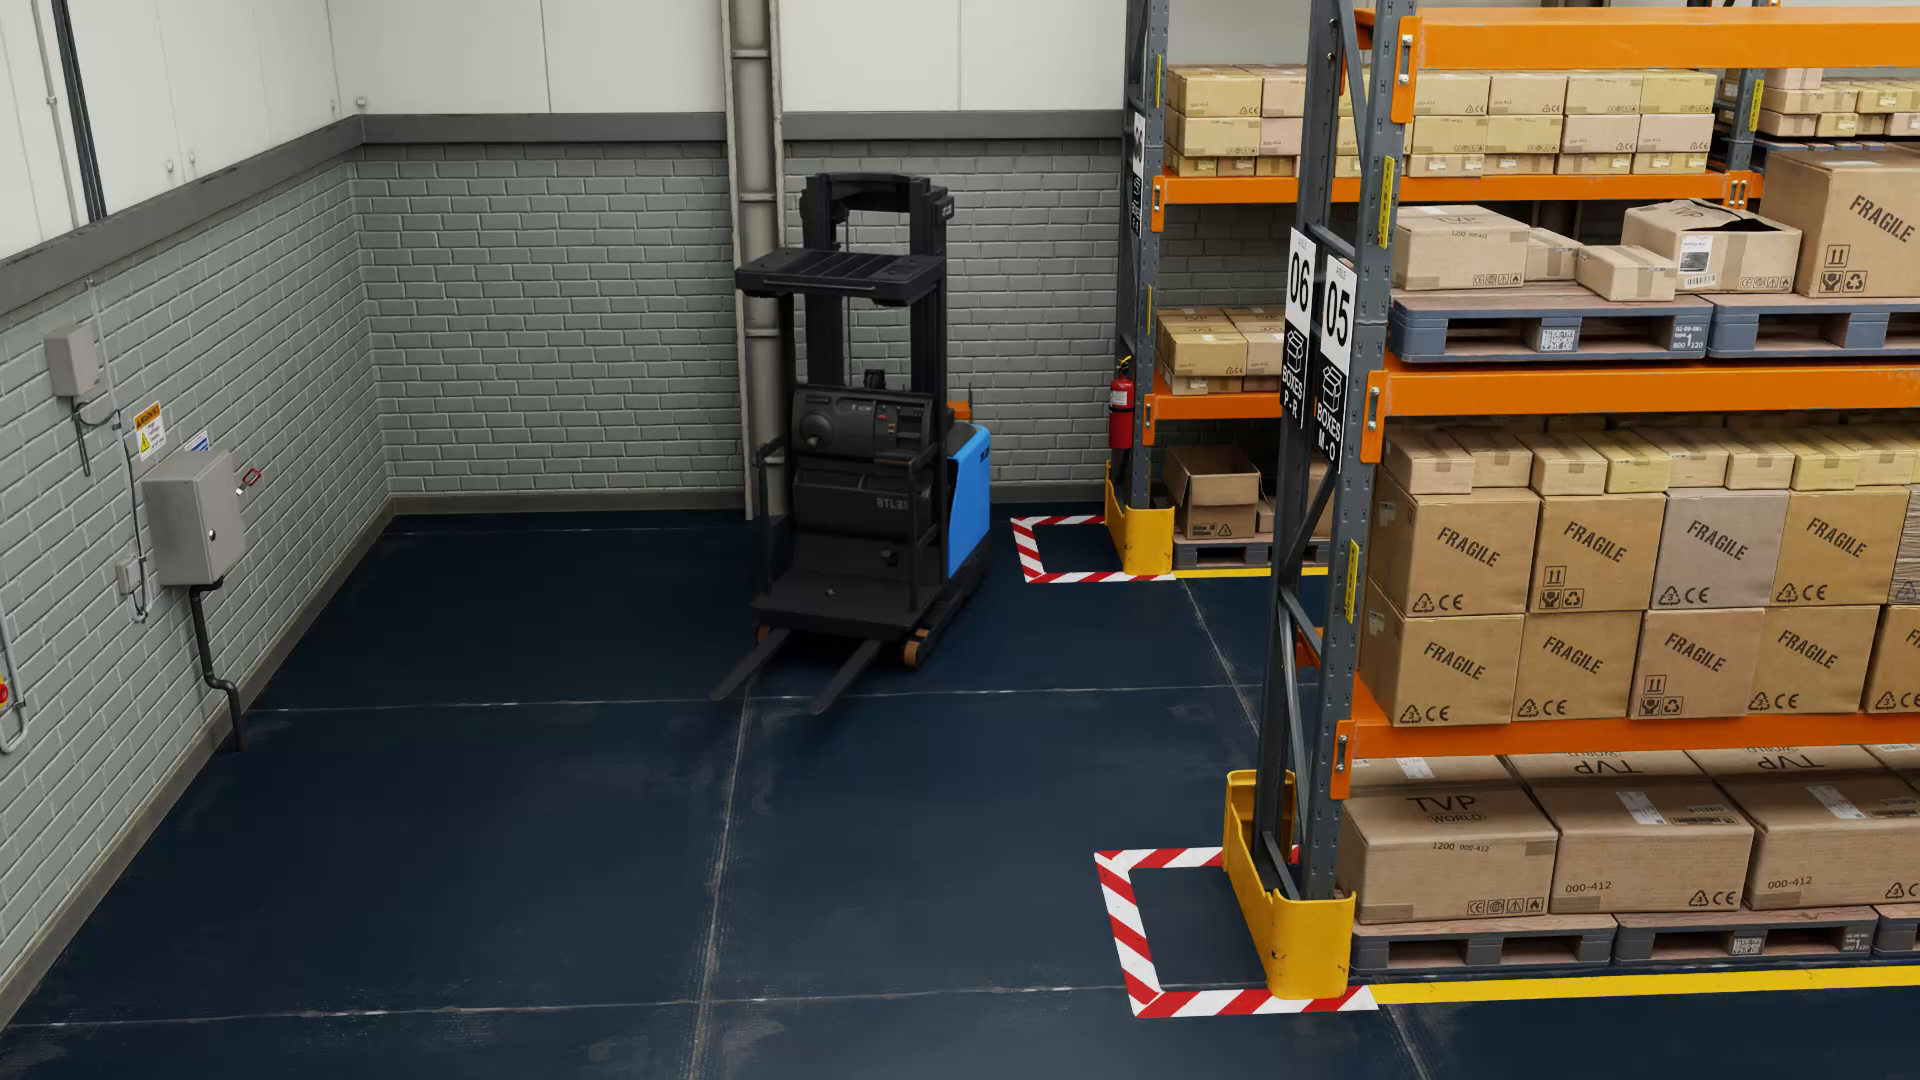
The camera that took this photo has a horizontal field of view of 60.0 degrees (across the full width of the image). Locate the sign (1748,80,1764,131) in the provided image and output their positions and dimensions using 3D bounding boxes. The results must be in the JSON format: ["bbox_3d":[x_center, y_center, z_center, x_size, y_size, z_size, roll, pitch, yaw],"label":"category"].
[{"bbox_3d":[5.283,-2.885,11.041,0.005,0.325,0.100,-1,21,-3],"label":"sign"}]

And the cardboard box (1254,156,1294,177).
[{"bbox_3d":[2.099,-2.575,11.307,0.250,0.149,0.380,-1,21,-3],"label":"cardboard box"}]

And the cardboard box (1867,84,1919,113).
[{"bbox_3d":[6.341,-2.986,11.238,0.250,0.149,0.380,-1,21,-4],"label":"cardboard box"}]

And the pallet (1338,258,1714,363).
[{"bbox_3d":[2.278,-0.969,6.860,1.213,0.211,1.003,-1,21,-3],"label":"pallet"}]

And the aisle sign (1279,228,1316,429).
[{"bbox_3d":[1.448,-0.914,7.151,0.004,0.787,0.394,-1,21,-3],"label":"aisle sign"}]

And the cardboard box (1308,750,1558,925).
[{"bbox_3d":[2.191,1.362,7.838,0.875,0.438,0.875,-2,21,-5],"label":"cardboard box"}]

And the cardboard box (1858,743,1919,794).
[{"bbox_3d":[4.898,1.305,7.989,0.875,0.438,0.875,-1,21,-4],"label":"cardboard box"}]

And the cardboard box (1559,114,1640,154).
[{"bbox_3d":[4.258,-2.792,11.316,0.500,0.250,0.500,-2,21,-5],"label":"cardboard box"}]

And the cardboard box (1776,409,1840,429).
[{"bbox_3d":[3.679,-0.550,7.392,0.250,0.149,0.380,-1,21,-3],"label":"cardboard box"}]

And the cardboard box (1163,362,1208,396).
[{"bbox_3d":[1.594,-1.145,11.766,0.250,0.149,0.380,-1,21,-3],"label":"cardboard box"}]

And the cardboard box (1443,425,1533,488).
[{"bbox_3d":[2.165,-0.347,6.858,0.250,0.149,0.380,-1,21,-2],"label":"cardboard box"}]

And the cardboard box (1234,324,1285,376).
[{"bbox_3d":[2.222,-1.346,11.733,0.500,0.250,0.500,-1,21,-2],"label":"cardboard box"}]

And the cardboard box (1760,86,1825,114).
[{"bbox_3d":[5.567,-2.951,11.145,0.250,0.149,0.380,-1,21,-1],"label":"cardboard box"}]

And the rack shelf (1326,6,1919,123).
[{"bbox_3d":[3.534,-1.911,6.567,4.000,0.370,1.077,-1,21,-3],"label":"rack shelf"}]

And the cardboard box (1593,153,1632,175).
[{"bbox_3d":[4.389,-2.600,11.373,0.250,0.149,0.380,0,21,-1],"label":"cardboard box"}]

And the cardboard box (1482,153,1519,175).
[{"bbox_3d":[3.623,-2.595,11.358,0.250,0.149,0.380,-1,21,-3],"label":"cardboard box"}]

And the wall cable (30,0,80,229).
[{"bbox_3d":[-4.166,-2.445,6.396,0.029,3.000,2.355,-1,21,-3],"label":"wall cable"}]

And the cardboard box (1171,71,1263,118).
[{"bbox_3d":[1.708,-2.977,11.100,0.500,0.250,0.500,-1,21,-4],"label":"cardboard box"}]

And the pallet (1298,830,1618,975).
[{"bbox_3d":[2.331,1.669,7.940,1.213,0.211,1.003,-1,21,-3],"label":"pallet"}]

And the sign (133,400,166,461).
[{"bbox_3d":[-4.268,-0.578,8.764,0.001,0.242,0.339,-1,21,-3],"label":"sign"}]

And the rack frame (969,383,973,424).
[{"bbox_3d":[0.078,-0.562,12.412,0.015,1.200,0.240,-1,21,-3],"label":"rack frame"}]

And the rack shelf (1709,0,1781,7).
[{"bbox_3d":[7.241,-3.756,11.411,4.000,0.370,1.077,-1,21,-3],"label":"rack shelf"}]

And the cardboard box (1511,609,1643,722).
[{"bbox_3d":[2.537,0.435,7.121,0.500,0.500,0.500,-1,21,-4],"label":"cardboard box"}]

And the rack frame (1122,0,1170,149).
[{"bbox_3d":[1.250,-4.157,10.892,0.127,3.000,1.000,-1,21,-3],"label":"rack frame"}]

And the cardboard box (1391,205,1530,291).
[{"bbox_3d":[1.982,-1.206,6.837,0.500,0.250,0.500,-3,21,-8],"label":"cardboard box"}]

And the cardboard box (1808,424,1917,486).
[{"bbox_3d":[3.717,-0.355,6.881,0.250,0.149,0.380,-1,21,-3],"label":"cardboard box"}]

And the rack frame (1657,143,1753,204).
[{"bbox_3d":[5.244,-1.434,12.173,0.127,3.000,1.000,-1,21,-3],"label":"rack frame"}]

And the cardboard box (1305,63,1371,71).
[{"bbox_3d":[2.712,-3.190,11.659,0.500,0.250,0.500,-1,21,-3],"label":"cardboard box"}]

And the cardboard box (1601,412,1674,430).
[{"bbox_3d":[2.908,-0.505,7.274,0.250,0.149,0.380,-1,21,-4],"label":"cardboard box"}]

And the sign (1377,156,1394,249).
[{"bbox_3d":[1.563,-1.240,6.107,0.005,0.325,0.100,-1,21,-3],"label":"sign"}]

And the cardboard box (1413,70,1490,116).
[{"bbox_3d":[3.226,-3.010,11.186,0.500,0.250,0.500,-1,21,-2],"label":"cardboard box"}]

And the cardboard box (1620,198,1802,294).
[{"bbox_3d":[3.035,-1.206,6.751,0.500,0.311,0.500,-1,21,-2],"label":"cardboard box"}]

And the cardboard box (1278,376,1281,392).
[{"bbox_3d":[2.362,-1.168,11.825,0.250,0.149,0.380,-1,21,-1],"label":"cardboard box"}]

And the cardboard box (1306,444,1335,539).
[{"bbox_3d":[2.722,-0.363,12.283,0.500,0.500,0.700,0,21,-1],"label":"cardboard box"}]

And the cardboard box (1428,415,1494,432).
[{"bbox_3d":[2.137,-0.499,7.259,0.250,0.149,0.380,-1,21,-2],"label":"cardboard box"}]

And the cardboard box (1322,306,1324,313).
[{"bbox_3d":[2.704,-1.544,12.254,0.500,0.250,0.500,-1,21,-1],"label":"cardboard box"}]

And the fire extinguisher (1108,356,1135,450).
[{"bbox_3d":[1.130,-0.976,11.600,0.183,0.674,0.296,-1,21,-3],"label":"fire extinguisher"}]

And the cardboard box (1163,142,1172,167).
[{"bbox_3d":[1.557,-2.726,11.703,0.250,0.149,0.380,-1,21,-2],"label":"cardboard box"}]

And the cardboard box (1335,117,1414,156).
[{"bbox_3d":[2.727,-2.759,11.230,0.500,0.250,0.500,-2,21,-5],"label":"cardboard box"}]

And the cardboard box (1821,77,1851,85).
[{"bbox_3d":[6.041,-3.170,11.719,0.250,0.149,0.380,-2,21,-4],"label":"cardboard box"}]

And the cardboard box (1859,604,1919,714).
[{"bbox_3d":[4.068,0.410,7.187,0.500,0.500,0.500,-1,21,-4],"label":"cardboard box"}]

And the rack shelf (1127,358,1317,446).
[{"bbox_3d":[3.247,-1.058,12.194,4.000,0.370,1.077,-1,21,-3],"label":"rack shelf"}]

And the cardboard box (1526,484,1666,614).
[{"bbox_3d":[2.548,-0.026,6.926,0.500,0.500,0.500,-2,21,-5],"label":"cardboard box"}]

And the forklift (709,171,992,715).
[{"bbox_3d":[-0.687,-0.724,10.404,1.130,2.935,3.031,6,22,16],"label":"forklift"}]

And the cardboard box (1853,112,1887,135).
[{"bbox_3d":[6.073,-2.859,11.322,0.250,0.149,0.380,-1,21,-3],"label":"cardboard box"}]

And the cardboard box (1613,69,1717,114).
[{"bbox_3d":[4.754,-3.043,11.272,0.500,0.250,0.500,-1,21,-3],"label":"cardboard box"}]

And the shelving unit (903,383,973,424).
[{"bbox_3d":[-0.165,-0.557,12.399,0.503,1.200,0.258,-1,21,-3],"label":"shelving unit"}]

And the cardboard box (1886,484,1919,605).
[{"bbox_3d":[4.061,-0.056,7.008,0.500,0.500,0.500,-1,21,-2],"label":"cardboard box"}]

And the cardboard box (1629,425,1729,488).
[{"bbox_3d":[2.952,-0.347,6.859,0.250,0.149,0.380,-1,21,-3],"label":"cardboard box"}]

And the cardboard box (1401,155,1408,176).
[{"bbox_3d":[2.859,-2.579,11.315,0.250,0.149,0.380,-1,21,-4],"label":"cardboard box"}]

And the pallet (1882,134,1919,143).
[{"bbox_3d":[6.934,-2.759,11.700,1.003,0.211,1.213,-1,21,-3],"label":"pallet"}]

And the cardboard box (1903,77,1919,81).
[{"bbox_3d":[6.830,-3.156,11.684,0.250,0.149,0.380,-1,21,-3],"label":"cardboard box"}]
